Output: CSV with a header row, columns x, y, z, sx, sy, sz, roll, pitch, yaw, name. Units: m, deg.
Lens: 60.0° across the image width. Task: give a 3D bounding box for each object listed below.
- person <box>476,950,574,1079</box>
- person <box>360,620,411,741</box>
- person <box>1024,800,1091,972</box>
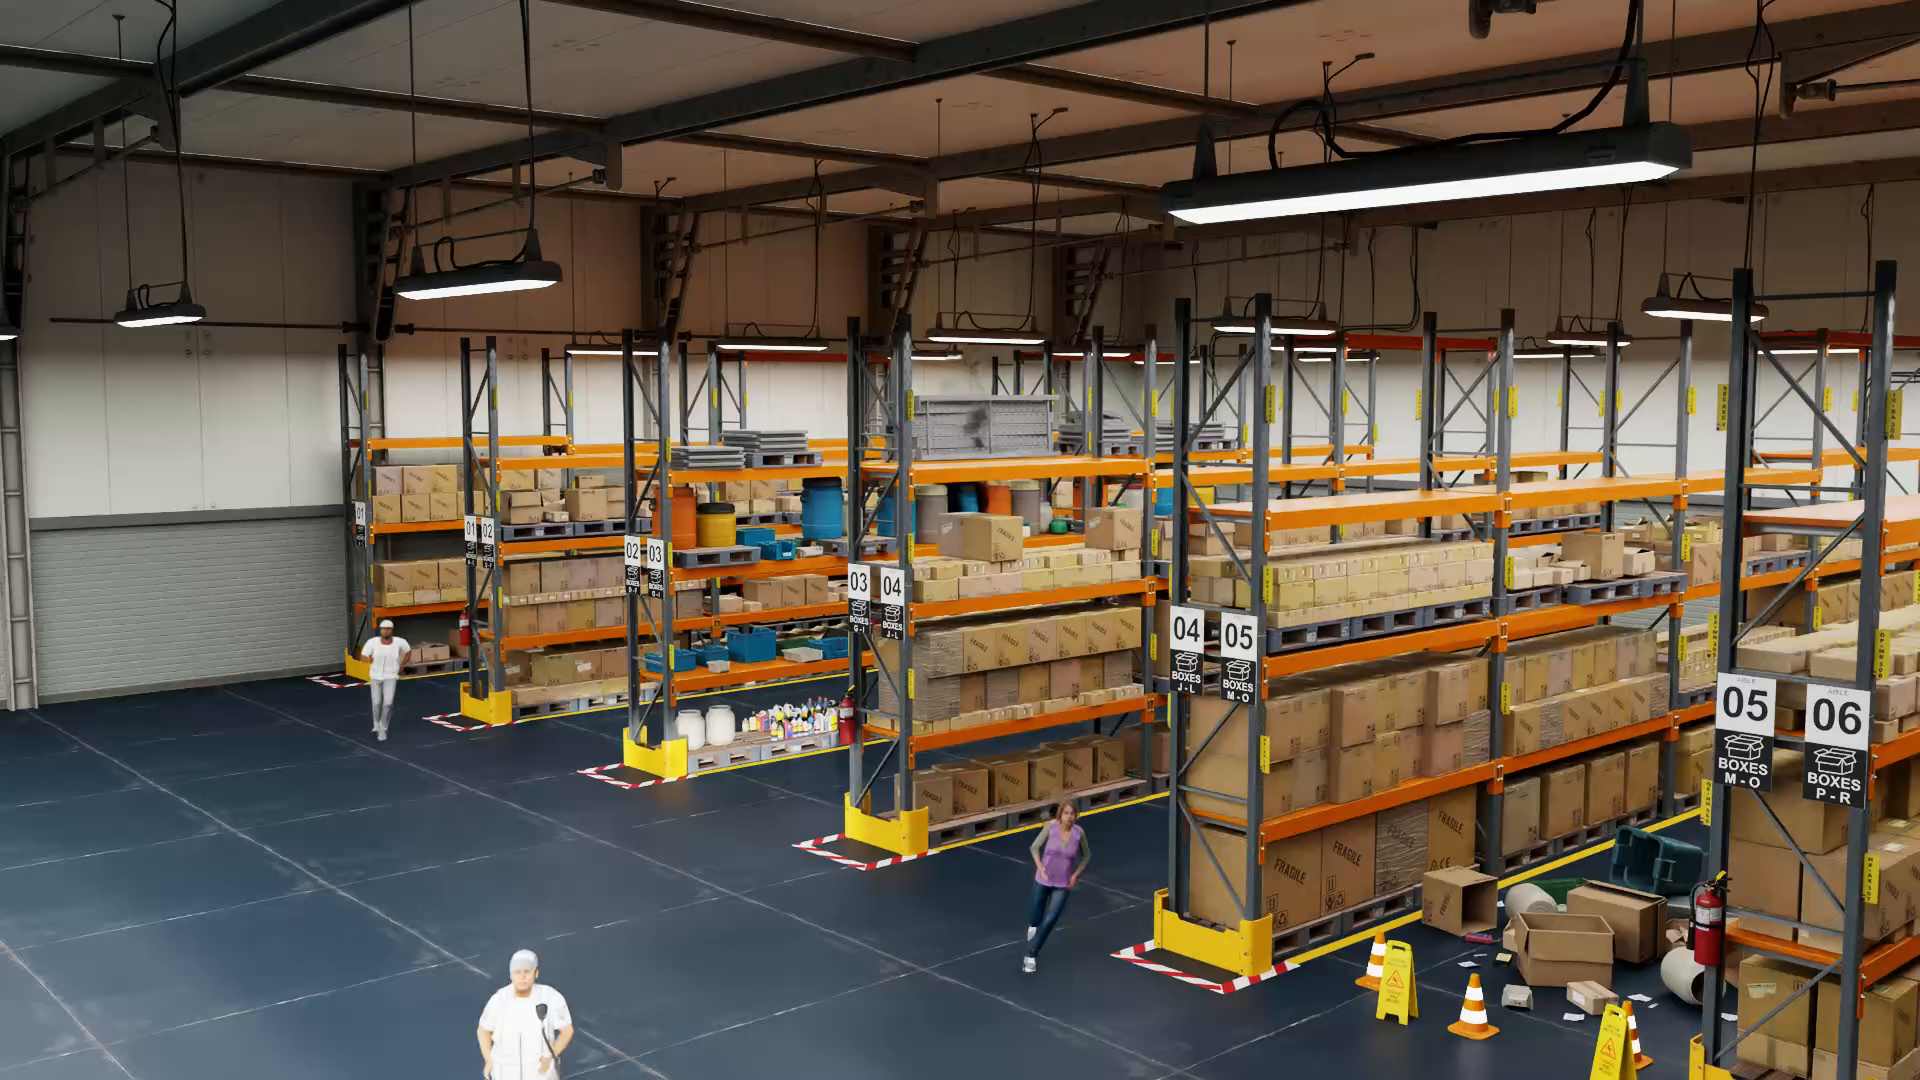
x,y,z,sx,sy,sz,roll,pitch,yaw,name
-2.777,3.407,10.619,0.613,1.620,0.688,-1,5,-8,person
-8.550,2.086,24.762,0.695,1.823,0.732,-1,5,-11,person
0.884,3.072,15.024,0.593,1.523,0.683,0,5,5,person
